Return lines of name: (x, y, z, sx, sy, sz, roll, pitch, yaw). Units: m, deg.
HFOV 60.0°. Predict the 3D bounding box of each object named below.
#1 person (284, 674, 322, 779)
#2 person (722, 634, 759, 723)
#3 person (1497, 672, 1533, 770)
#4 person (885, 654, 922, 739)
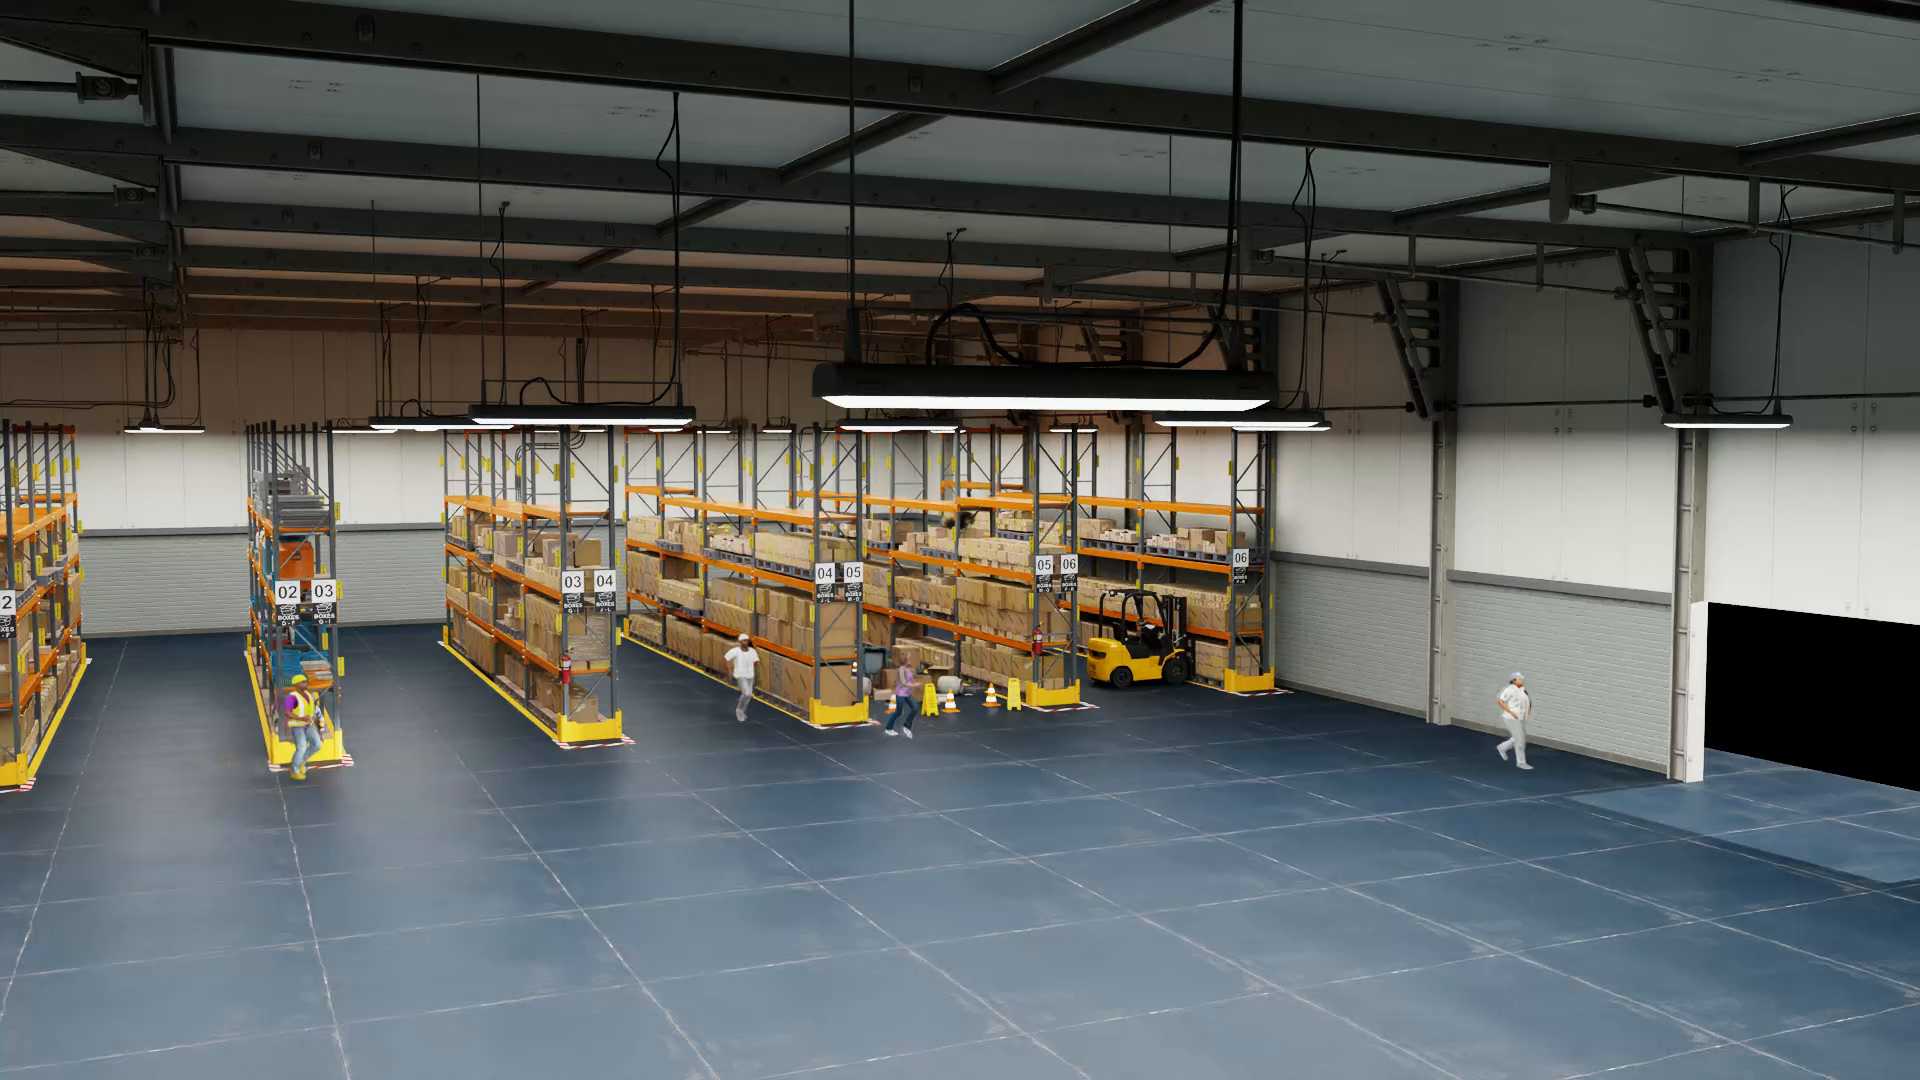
person: (-10.985, 3.120, 27.822, 0.579, 1.734, 0.722, 1, 4, 19)
person: (-4.313, 2.761, 33.308, 0.676, 1.769, 0.698, -3, 5, -41)
person: (9.589, 3.104, 28.774, 0.621, 1.655, 0.754, -3, 5, -41)
person: (-1.059, 2.957, 31.465, 0.761, 1.621, 0.503, 1, 4, 21)
